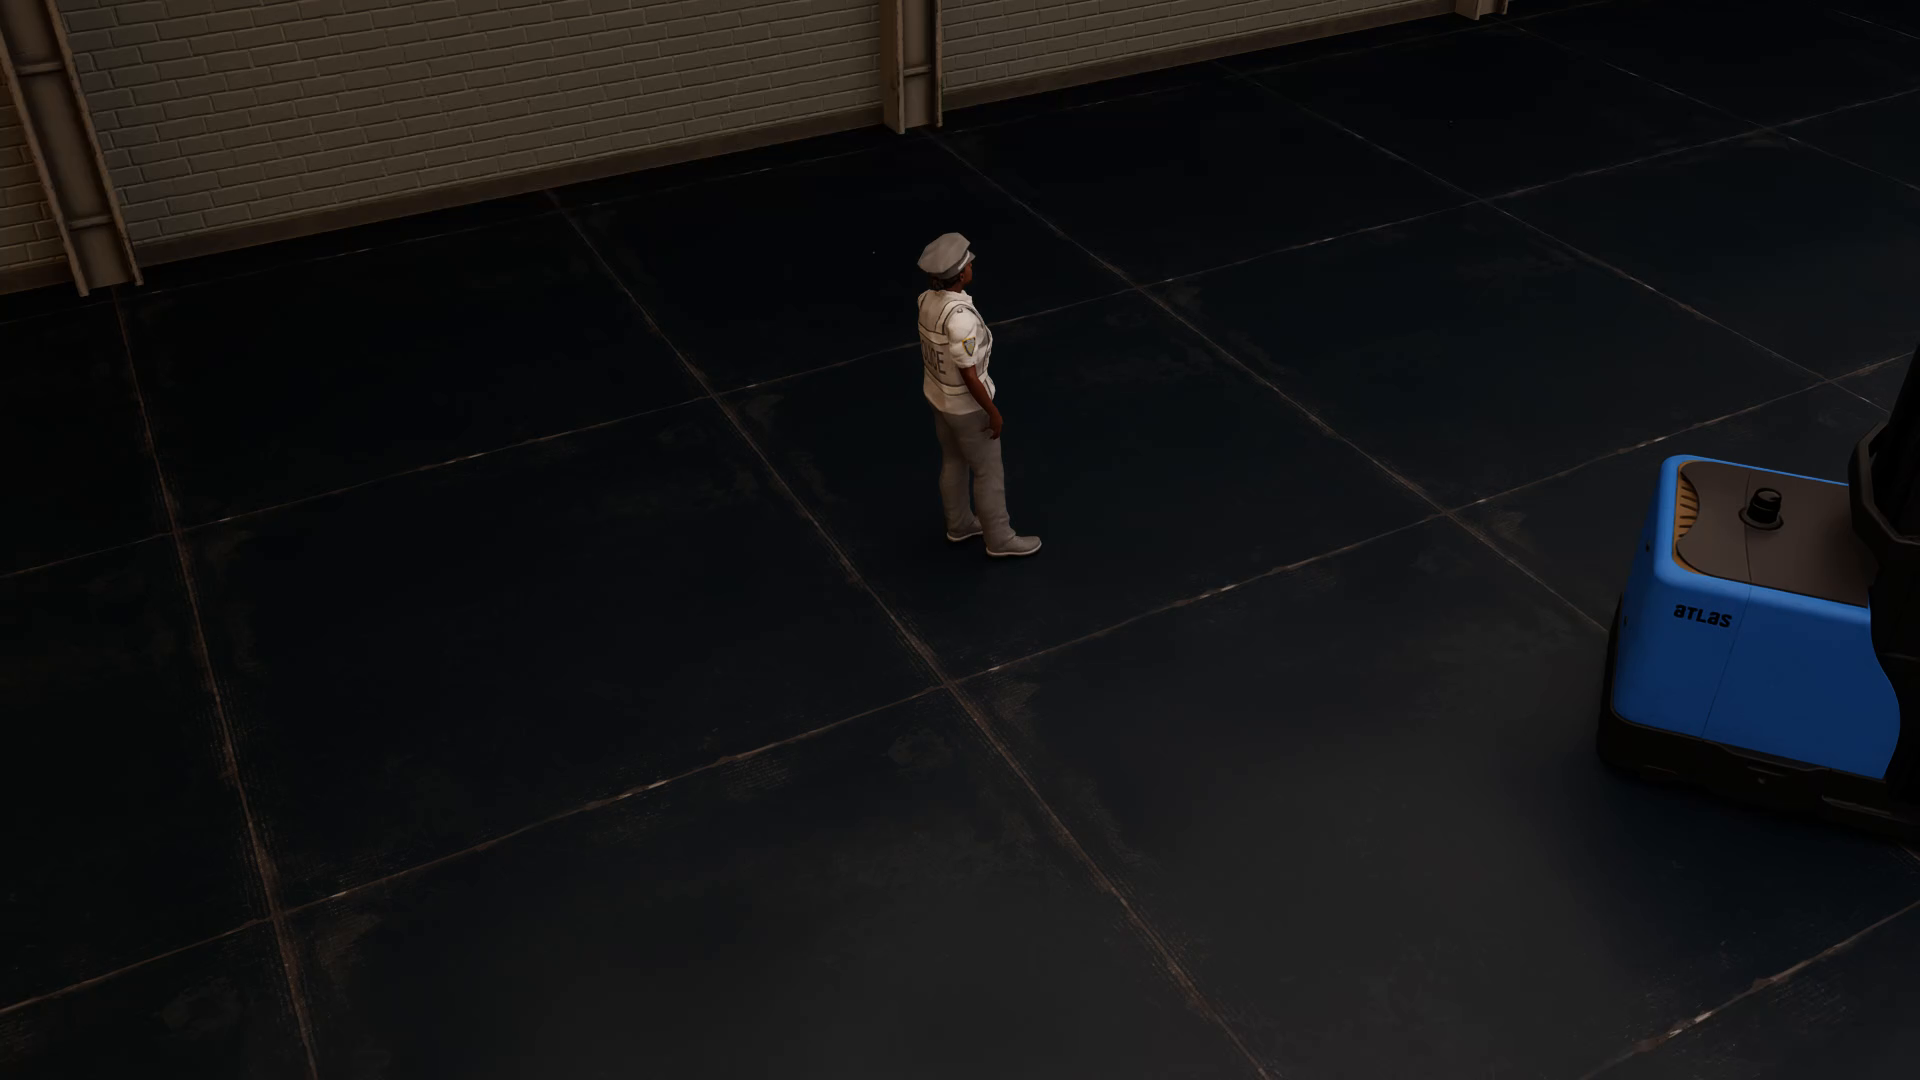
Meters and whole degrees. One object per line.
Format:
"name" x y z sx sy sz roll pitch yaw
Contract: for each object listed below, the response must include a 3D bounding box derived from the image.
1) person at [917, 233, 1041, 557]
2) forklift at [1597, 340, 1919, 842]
"person" 0.076 -0.708 8.183 0.528 1.695 0.569 -17 39 -23
"forklift" 4.349 -0.149 6.334 3.031 2.935 1.130 13 37 17
